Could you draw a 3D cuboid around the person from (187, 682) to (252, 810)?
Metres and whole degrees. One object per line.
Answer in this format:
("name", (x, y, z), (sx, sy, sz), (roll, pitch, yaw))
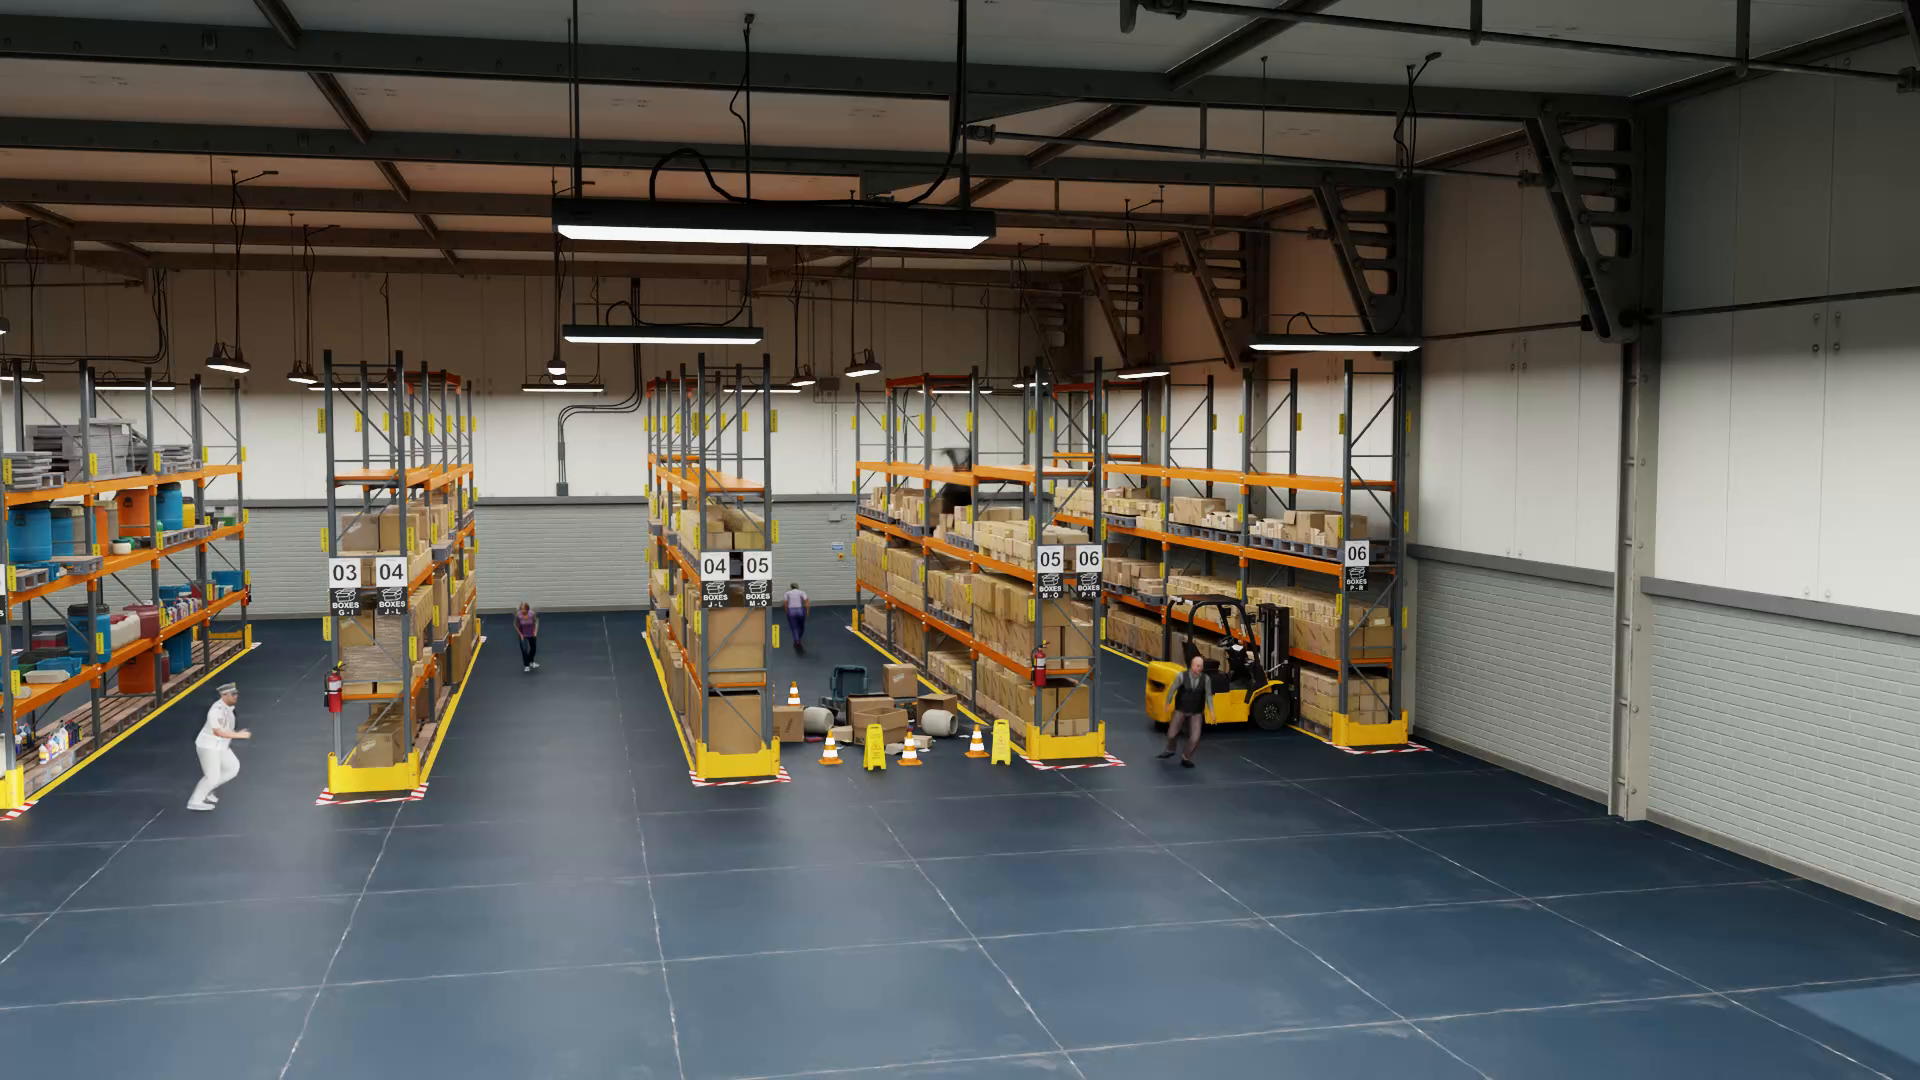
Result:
("person", (-9.629, 2.674, 21.636), (0.833, 1.668, 0.674), (-1, 4, -7))

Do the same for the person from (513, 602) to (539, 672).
("person", (-8.763, 1.940, 33.648), (0.555, 1.445, 0.811), (-2, 4, -25))

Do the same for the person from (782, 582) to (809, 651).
("person", (-3.614, 1.709, 36.655), (0.583, 1.509, 0.979), (-1, 4, -8))

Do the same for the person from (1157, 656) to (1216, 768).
("person", (3.306, 2.486, 24.265), (0.805, 1.643, 0.623), (0, 4, 1))
